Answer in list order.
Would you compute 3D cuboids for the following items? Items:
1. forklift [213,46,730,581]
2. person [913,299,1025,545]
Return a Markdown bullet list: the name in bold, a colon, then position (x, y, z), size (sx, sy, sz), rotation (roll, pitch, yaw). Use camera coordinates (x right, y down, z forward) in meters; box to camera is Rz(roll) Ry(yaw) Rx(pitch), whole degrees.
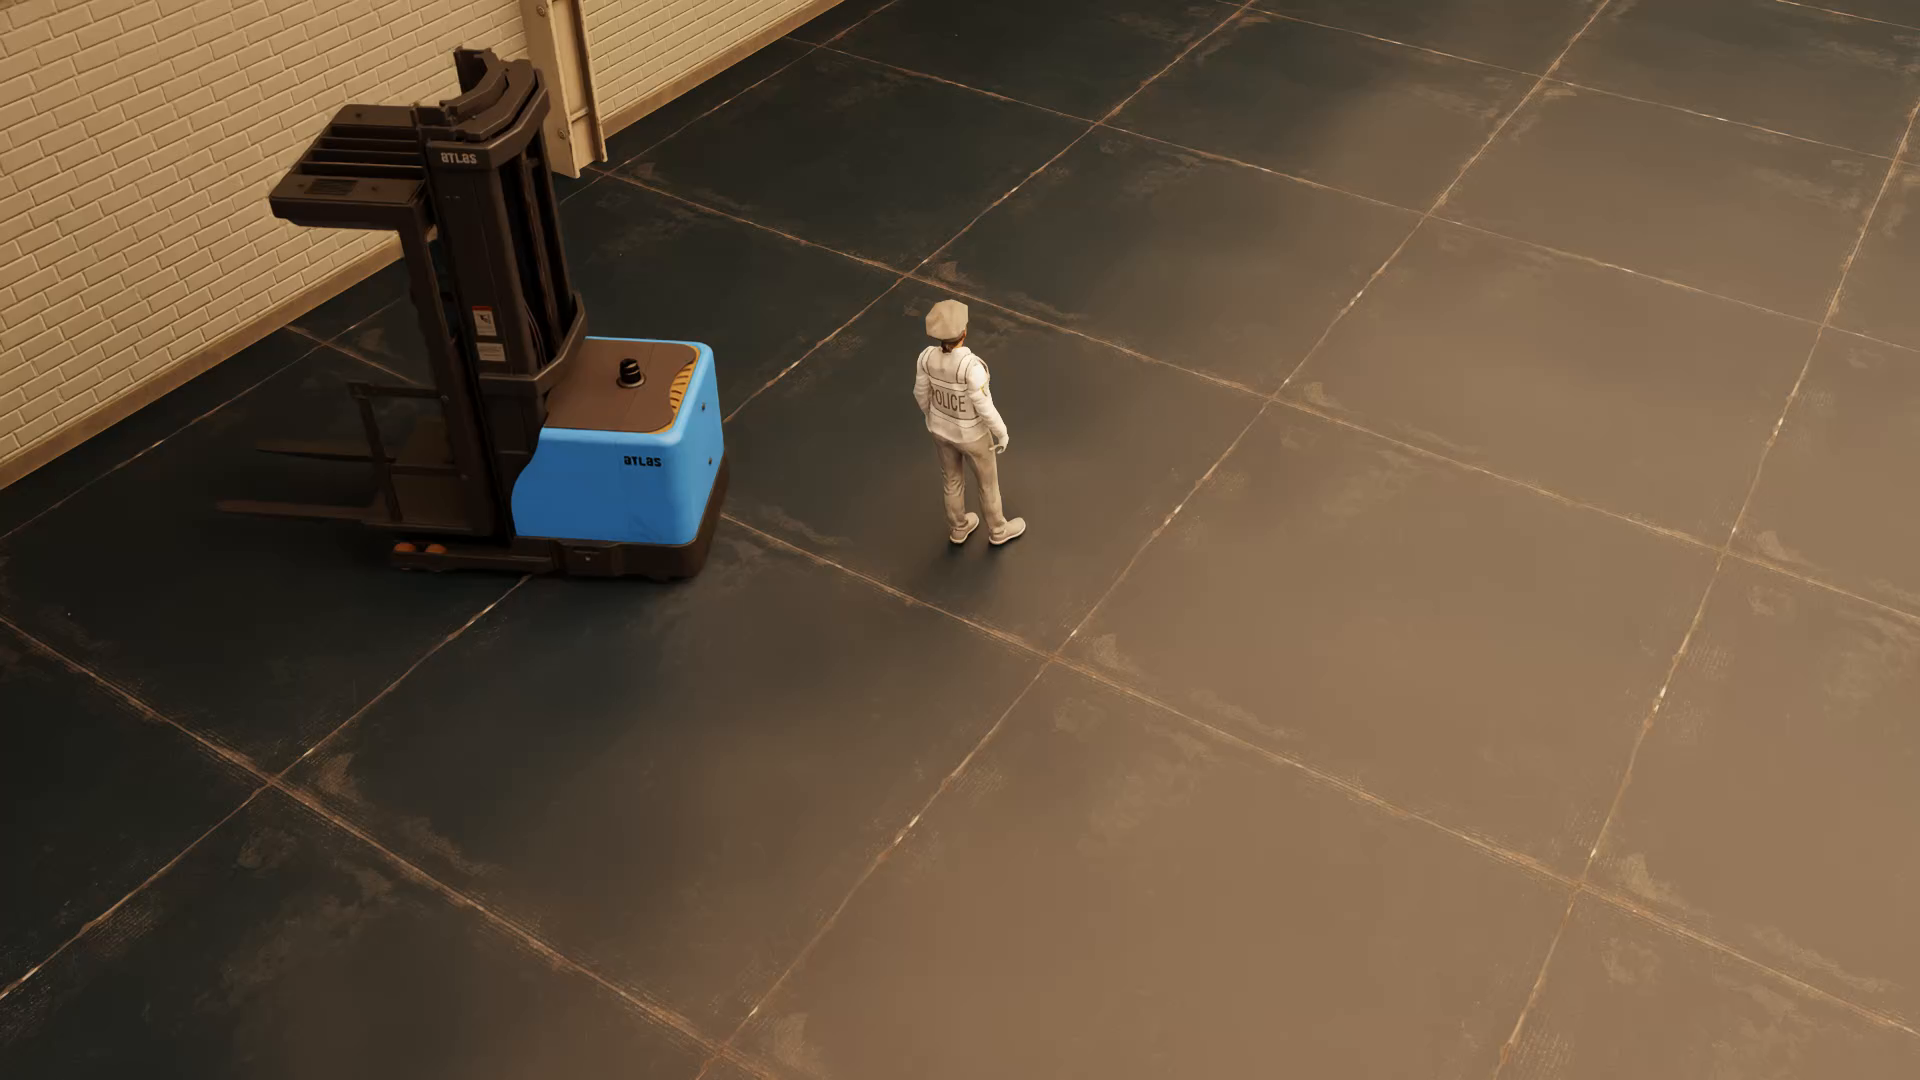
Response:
- **forklift**: position (-3.012, -1.264, 9.458), size (3.031, 2.935, 1.130), rotation (3, 40, 4)
- **person**: position (0.043, -0.687, 9.724), size (0.587, 1.694, 0.529), rotation (22, 45, 24)
